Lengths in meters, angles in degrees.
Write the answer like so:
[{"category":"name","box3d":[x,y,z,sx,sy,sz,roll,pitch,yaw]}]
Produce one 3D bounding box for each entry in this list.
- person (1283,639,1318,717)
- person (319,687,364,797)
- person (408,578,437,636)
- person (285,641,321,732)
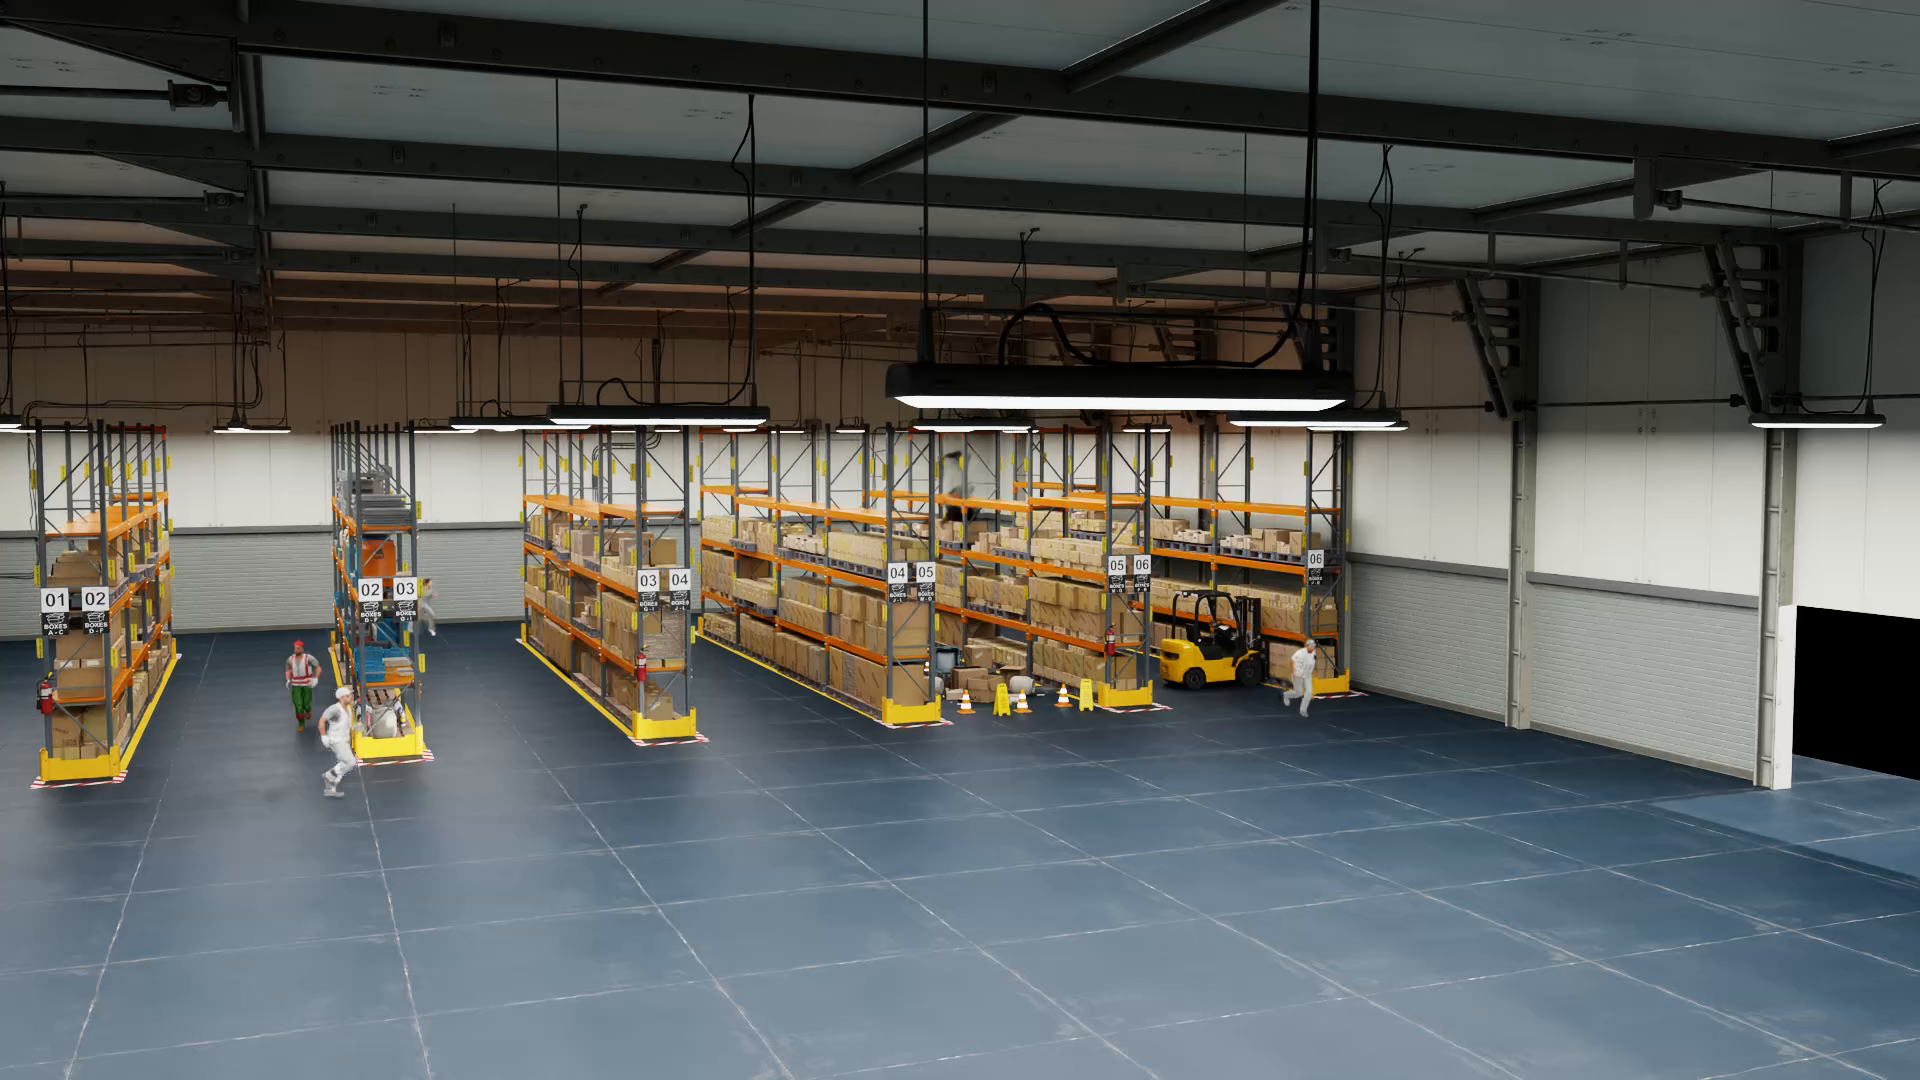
[{"category":"person","box3d":[7.014,2.819,34.189,0.606,1.619,0.897,-2,4,-34]},{"category":"person","box3d":[-9.770,3.204,26.341,0.616,1.733,0.661,0,4,2]},{"category":"person","box3d":[-15.458,1.928,47.735,0.934,1.673,0.565,0,4,6]},{"category":"person","box3d":[-12.811,2.831,32.432,0.671,1.763,0.667,0,4,-7]}]
